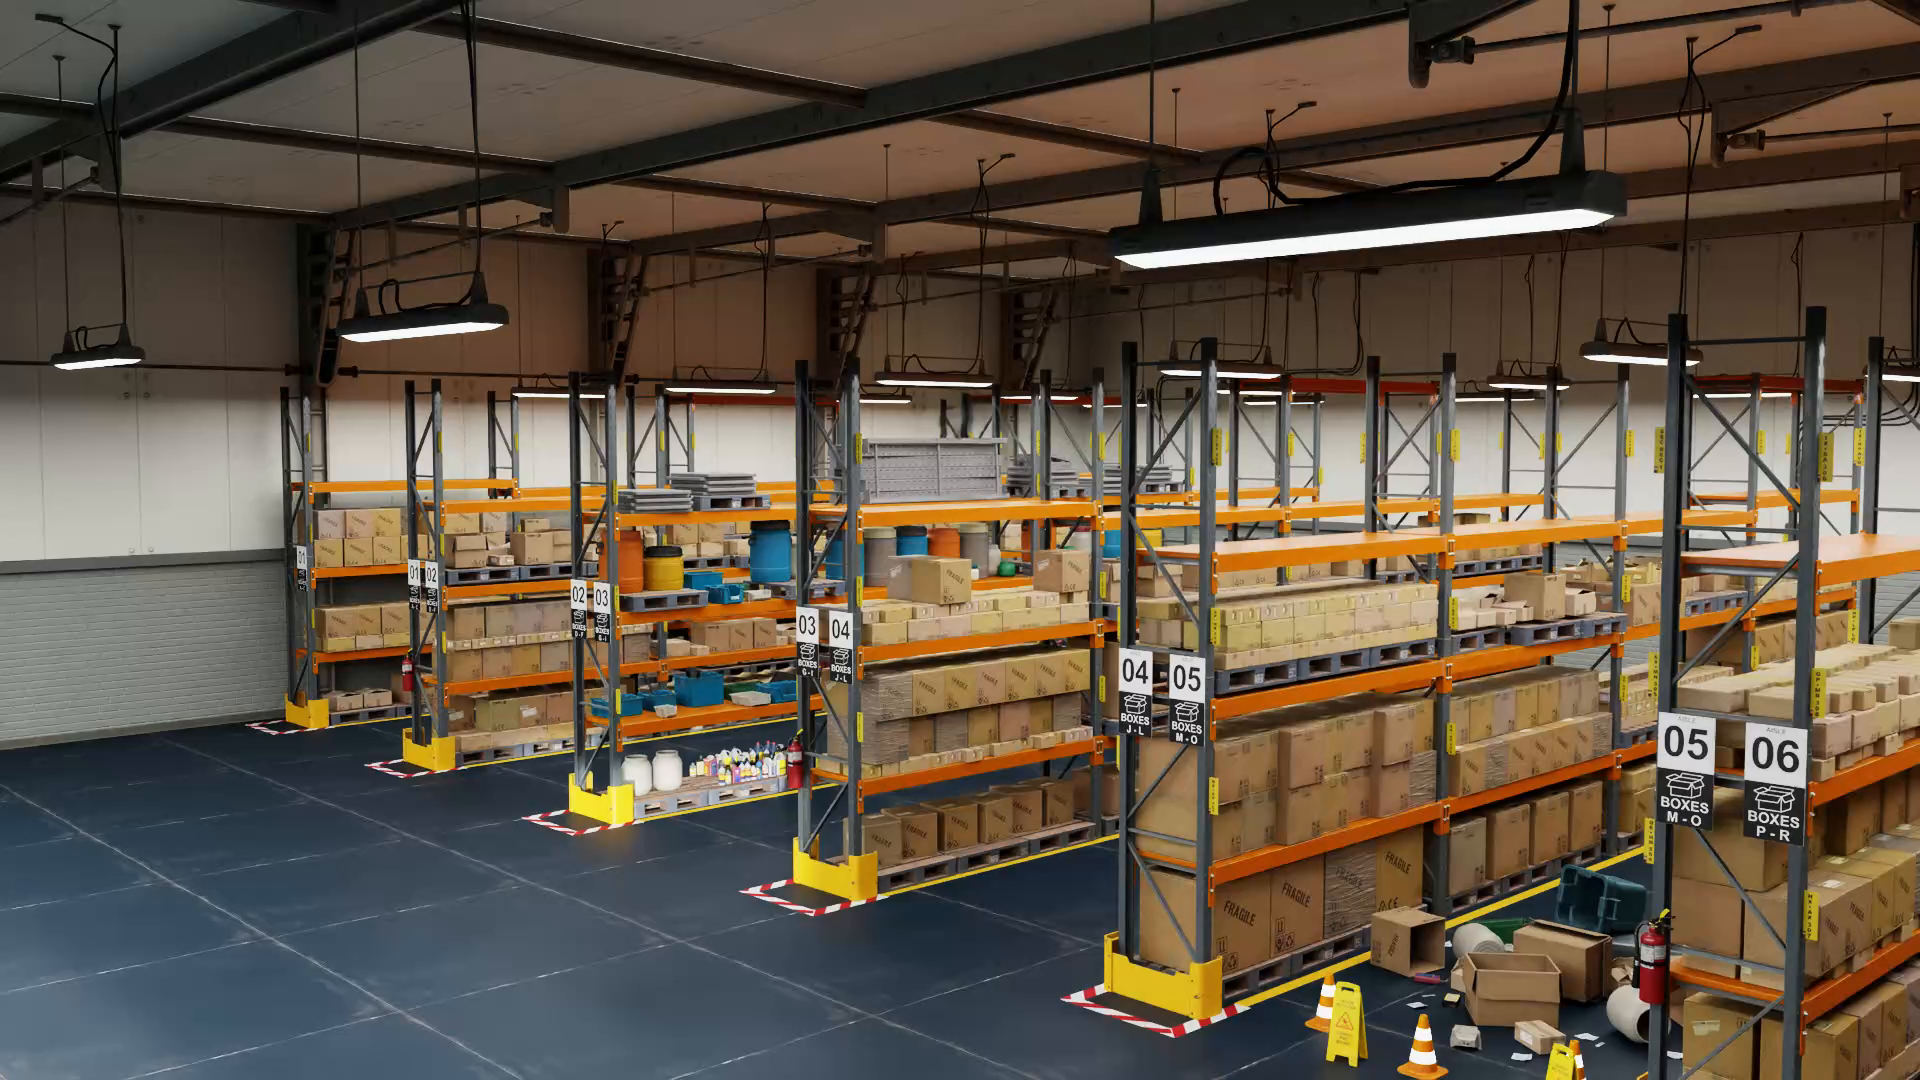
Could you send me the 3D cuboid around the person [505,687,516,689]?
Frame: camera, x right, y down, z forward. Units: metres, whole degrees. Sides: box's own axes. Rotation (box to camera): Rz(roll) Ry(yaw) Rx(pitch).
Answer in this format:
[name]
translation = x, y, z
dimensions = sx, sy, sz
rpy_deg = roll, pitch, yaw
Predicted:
[person]
translation = -7.677, 2.463, 28.660
dimensions = 0.722, 1.768, 0.650
rpy_deg = -3, 5, -38
